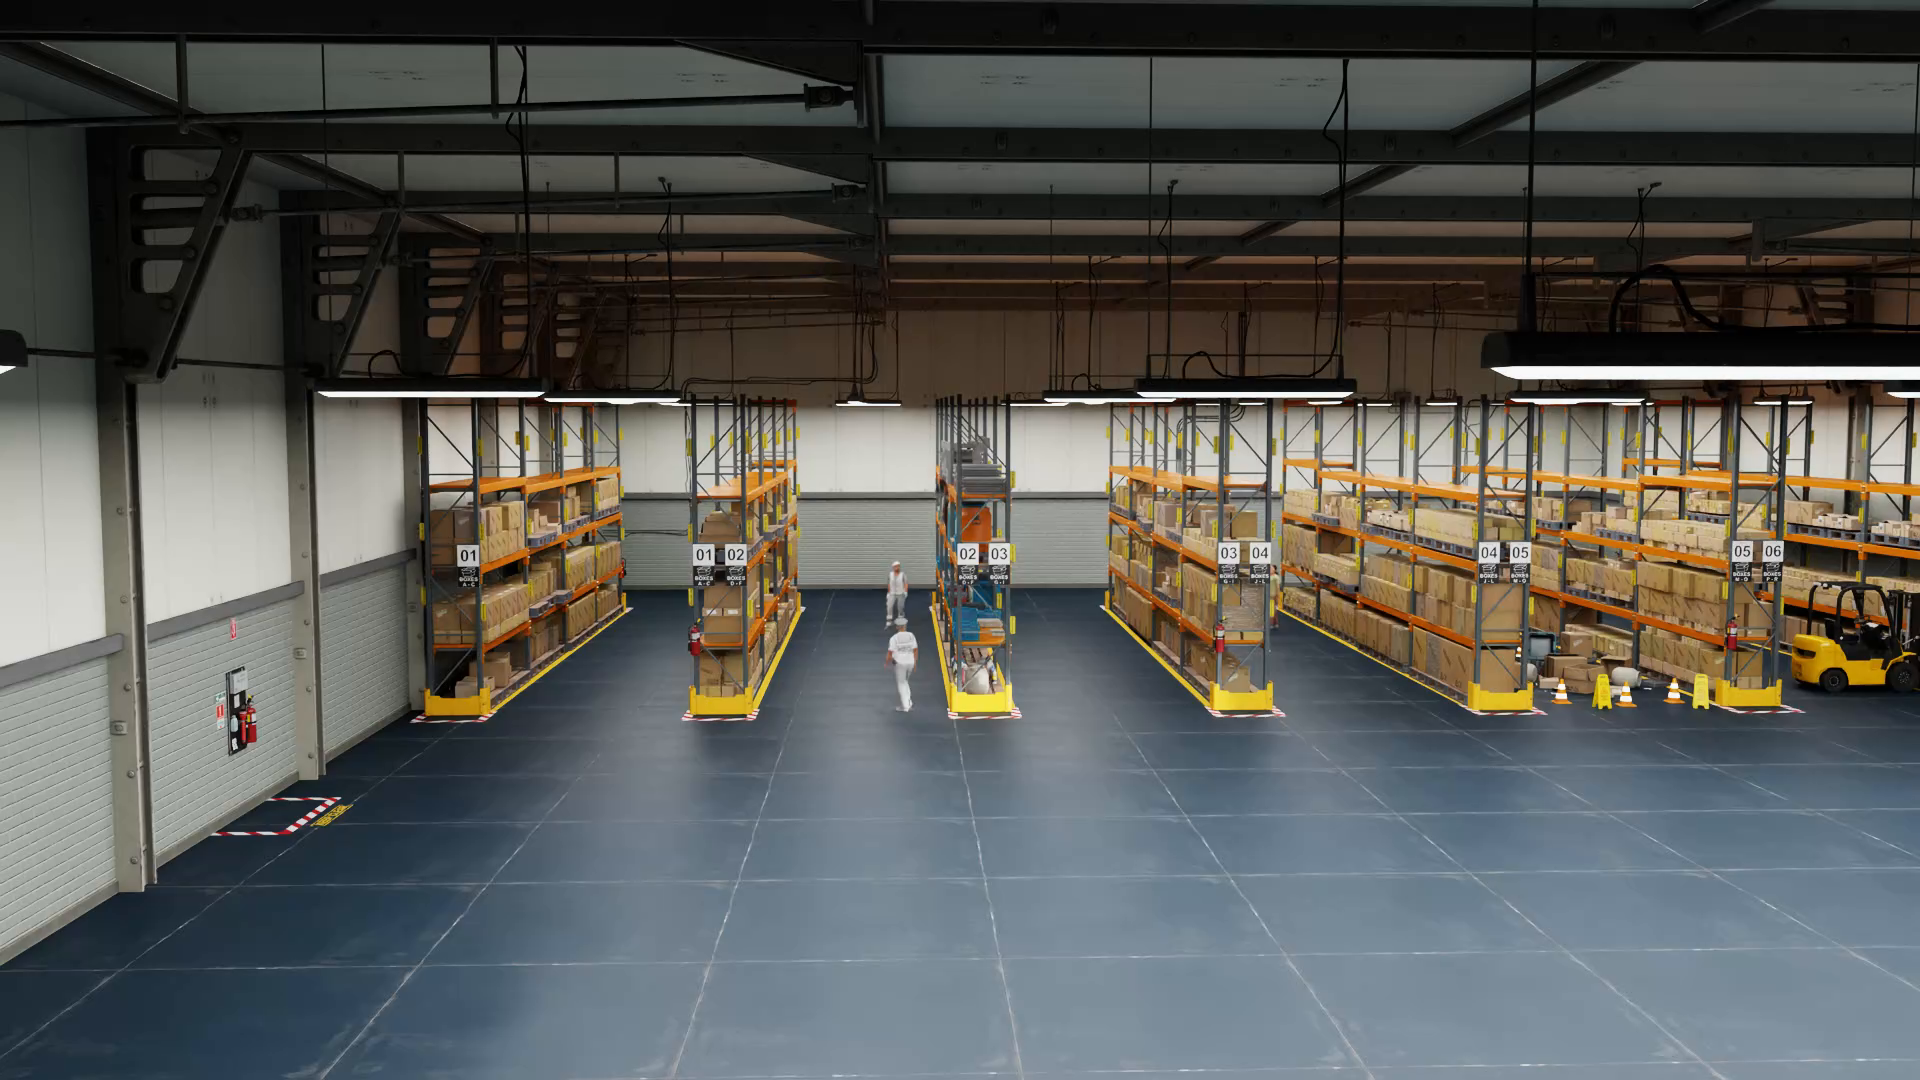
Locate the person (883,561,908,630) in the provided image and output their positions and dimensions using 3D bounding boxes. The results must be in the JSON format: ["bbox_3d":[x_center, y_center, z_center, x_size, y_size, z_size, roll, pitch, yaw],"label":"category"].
[{"bbox_3d":[-1.654,1.430,43.090,0.650,1.750,0.886,1,5,18],"label":"person"}]

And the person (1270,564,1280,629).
[{"bbox_3d":[8.102,1.469,43.458,0.488,1.671,0.448,-1,5,-14],"label":"person"}]

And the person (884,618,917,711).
[{"bbox_3d":[-1.118,2.392,31.617,0.615,1.838,0.575,4,6,44],"label":"person"}]
